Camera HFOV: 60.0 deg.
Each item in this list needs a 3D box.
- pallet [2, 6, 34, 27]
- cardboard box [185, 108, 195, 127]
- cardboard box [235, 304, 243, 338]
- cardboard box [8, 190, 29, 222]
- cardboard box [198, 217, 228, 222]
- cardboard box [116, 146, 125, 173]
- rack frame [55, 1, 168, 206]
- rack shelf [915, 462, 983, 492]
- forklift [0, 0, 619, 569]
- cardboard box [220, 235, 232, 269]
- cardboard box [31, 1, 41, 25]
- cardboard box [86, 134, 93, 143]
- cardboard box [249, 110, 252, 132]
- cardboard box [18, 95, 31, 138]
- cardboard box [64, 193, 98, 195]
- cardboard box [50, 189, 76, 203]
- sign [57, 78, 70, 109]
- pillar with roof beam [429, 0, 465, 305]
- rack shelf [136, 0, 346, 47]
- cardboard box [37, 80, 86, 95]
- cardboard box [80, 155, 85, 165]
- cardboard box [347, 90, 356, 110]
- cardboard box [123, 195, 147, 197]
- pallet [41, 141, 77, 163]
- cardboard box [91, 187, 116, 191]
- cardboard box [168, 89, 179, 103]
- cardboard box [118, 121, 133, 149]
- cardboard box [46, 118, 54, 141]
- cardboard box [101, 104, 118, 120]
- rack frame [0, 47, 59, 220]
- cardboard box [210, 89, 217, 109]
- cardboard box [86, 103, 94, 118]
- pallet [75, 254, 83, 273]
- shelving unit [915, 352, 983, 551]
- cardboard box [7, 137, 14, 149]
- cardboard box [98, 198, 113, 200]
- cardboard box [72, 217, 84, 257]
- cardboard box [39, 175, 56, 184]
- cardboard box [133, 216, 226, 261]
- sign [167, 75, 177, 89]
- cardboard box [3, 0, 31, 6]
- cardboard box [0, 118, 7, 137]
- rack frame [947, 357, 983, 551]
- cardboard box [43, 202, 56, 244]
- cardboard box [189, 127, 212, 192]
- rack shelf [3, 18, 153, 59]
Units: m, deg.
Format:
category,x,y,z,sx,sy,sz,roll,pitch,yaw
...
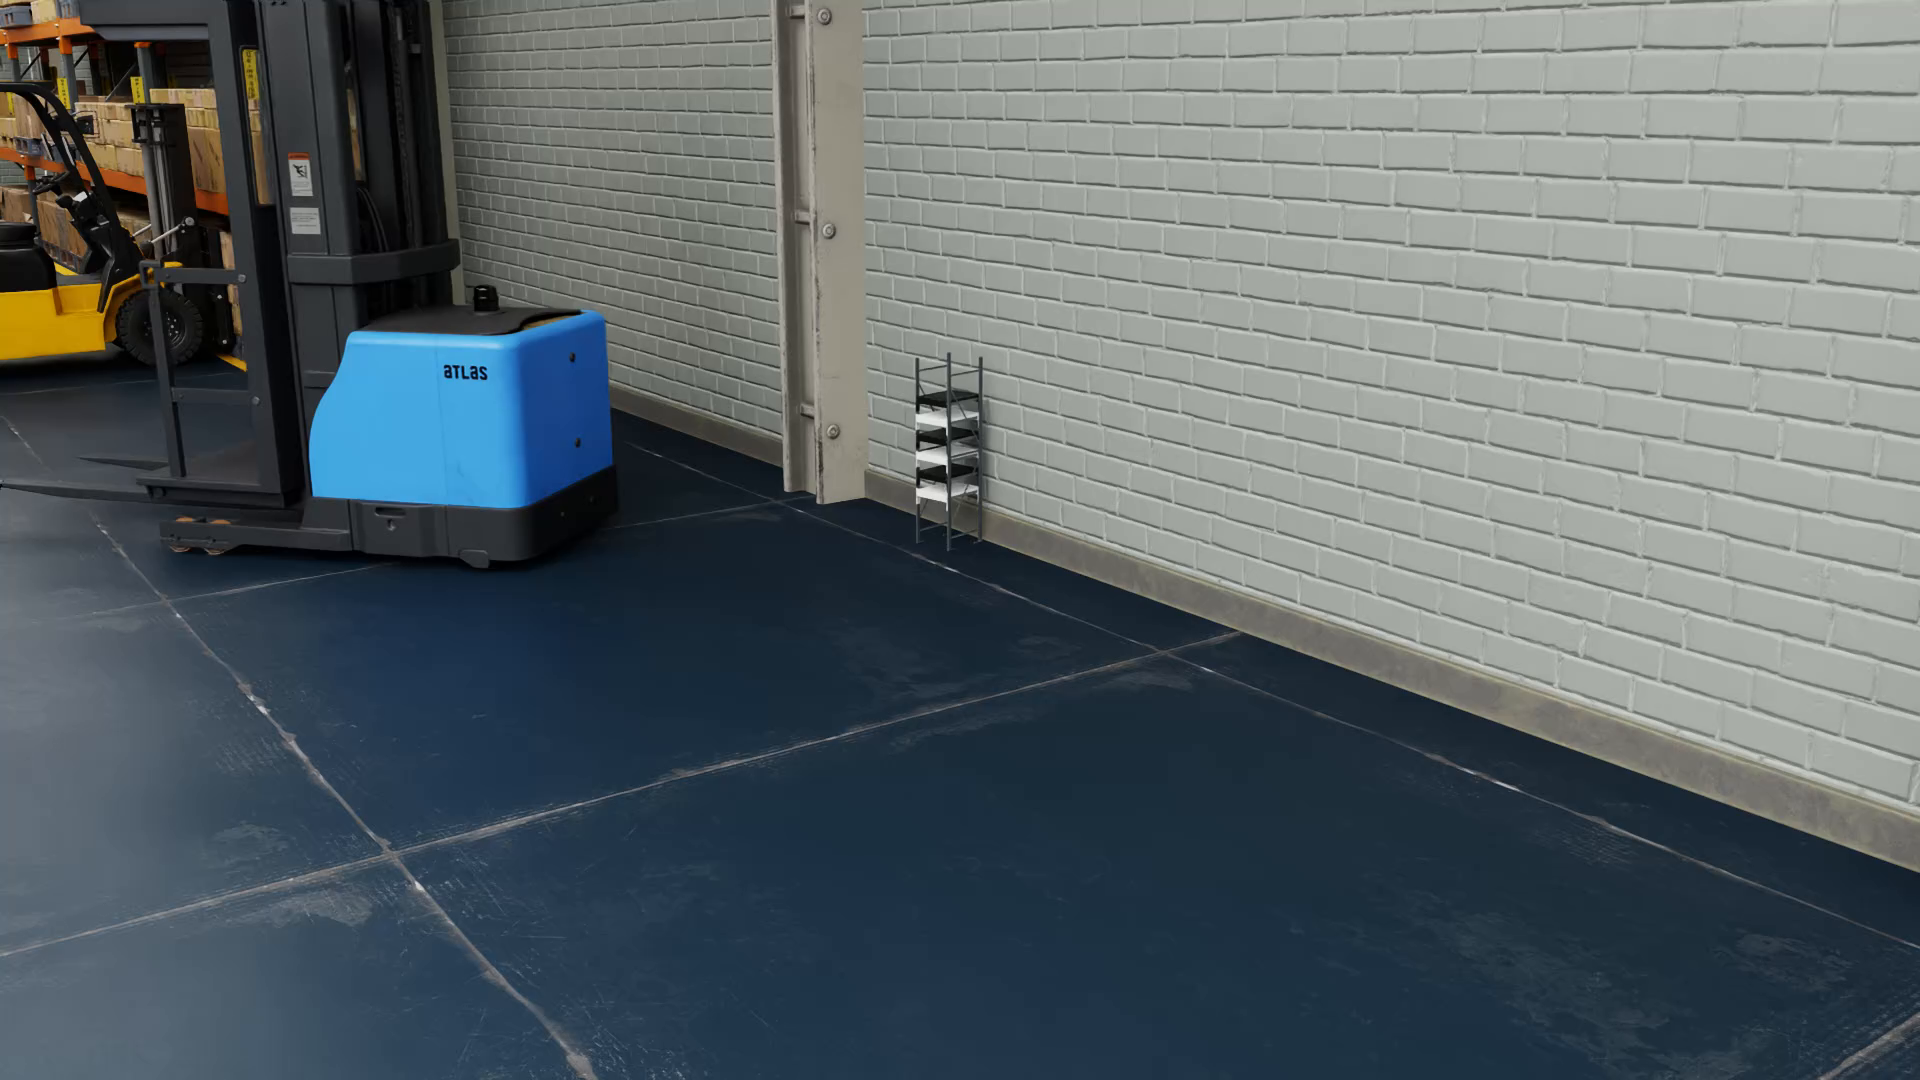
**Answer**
category,x,y,z,sx,sy,sz,roll,pitch,yaw
pallet,-10.687,-6.240,19.866,1.213,0.211,1.003,-11,19,-35
cardboard box,-6.218,-3.521,13.840,0.380,0.149,0.250,-12,19,-36
cardboard box,-5.387,-1.728,13.119,0.500,0.250,0.500,-11,19,-35
cardboard box,-12.994,-4.644,23.300,0.500,0.500,0.500,-10,18,-34
cardboard box,-6.891,-2.753,14.972,0.500,0.250,0.500,-11,19,-35
cardboard box,-7.997,-3.758,16.410,0.500,0.250,0.500,-11,19,-34
rack frame,-9.274,-4.401,18.473,1.000,3.000,0.127,-11,19,-35
rack shelf,-0.052,-0.303,7.946,0.200,0.077,0.258,14,20,40
forklift,-3.286,-1.472,7.904,3.031,2.935,1.130,4,16,13
cardboard box,-5.703,-2.315,13.372,0.500,0.250,0.500,-11,19,-34
cardboard box,-10.362,-6.061,19.141,0.500,0.250,0.500,-11,19,-35
cardboard box,-8.917,-4.330,17.550,0.500,0.250,0.500,-10,18,-33
cardboard box,-5.175,-3.134,12.426,0.380,0.149,0.250,-11,18,-34
cardboard box,-11.218,-5.257,20.616,0.700,0.500,0.500,-11,19,-34
cardboard box,-10.629,-4.124,20.174,0.380,0.149,0.250,-11,19,-34
cardboard box,-11.244,-4.347,20.986,0.380,0.149,0.250,-12,19,-37
sign,-9.707,-4.835,18.015,0.100,0.325,0.005,-11,19,-35
pillar with roof beam,-7.733,-5.206,10.052,9.100,9.000,0.400,-11,19,-35
rack shelf,-5.746,-4.219,13.491,1.077,0.370,4.000,-11,19,-35
cardboard box,-12.286,-6.047,22.788,0.500,0.500,0.500,-11,19,-36
cardboard box,-9.211,-4.196,18.008,0.500,0.250,0.500,-11,19,-34
cardboard box,-4.595,-3.302,12.476,0.380,0.149,0.250,-11,19,-36
cardboard box,-9.759,-4.044,19.881,0.380,0.149,0.250,-12,19,-37
pallet,-9.729,-4.442,18.987,1.213,0.211,1.003,-11,19,-35
cardboard box,-11.017,-4.475,21.456,0.380,0.149,0.250,-11,19,-35
cardboard box,-6.522,-3.771,14.191,0.380,0.149,0.250,-10,18,-33
cardboard box,-7.726,-3.889,15.941,0.500,0.250,0.500,-11,19,-36
cardboard box,-10.156,-4.706,19.077,0.500,0.250,0.500,-12,19,-37
cardboard box,-8.296,-4.259,16.537,0.380,0.149,0.250,-11,19,-36
rack frame,-13.978,-6.109,24.714,1.000,3.000,0.127,-11,19,-35
cardboard box,-5.626,-3.443,12.993,0.380,0.149,0.250,-10,18,-33
cardboard box,-8.995,-4.540,17.565,0.380,0.149,0.250,-10,18,-33
pallet,-9.682,-3.221,19.445,1.003,0.211,1.213,-11,19,-35
shelving unit,-0.052,-0.422,7.914,0.210,0.900,0.258,14,20,40
cardboard box,-12.666,-5.377,22.515,0.380,0.149,0.250,-11,19,-35
cardboard box,-10.074,-3.893,19.329,0.380,0.149,0.250,-12,19,-36
cardboard box,-9.982,-3.563,19.352,0.500,0.500,0.500,-11,19,-35
cardboard box,-11.581,-4.600,21.347,0.380,0.149,0.250,-11,19,-35
cardboard box,-7.688,-2.880,16.620,0.875,0.625,0.625,-11,19,-35
sign,-8.827,-5.046,18.637,0.100,0.325,0.005,-11,19,-35
cardboard box,-11.340,-6.539,20.094,0.380,0.149,0.250,-11,19,-34
cardboard box,-12.712,-5.610,22.612,0.500,0.250,0.500,-11,19,-35
rack frame,0.023,-0.404,7.848,0.006,0.900,0.240,14,20,40
cardboard box,-11.202,-4.001,20.953,0.500,0.500,0.500,-11,19,-35
cardboard box,-5.975,-3.132,13.649,0.500,0.500,0.500,-11,19,-34
rack shelf,-10.450,-5.928,19.732,1.077,0.370,4.000,-11,19,-35
